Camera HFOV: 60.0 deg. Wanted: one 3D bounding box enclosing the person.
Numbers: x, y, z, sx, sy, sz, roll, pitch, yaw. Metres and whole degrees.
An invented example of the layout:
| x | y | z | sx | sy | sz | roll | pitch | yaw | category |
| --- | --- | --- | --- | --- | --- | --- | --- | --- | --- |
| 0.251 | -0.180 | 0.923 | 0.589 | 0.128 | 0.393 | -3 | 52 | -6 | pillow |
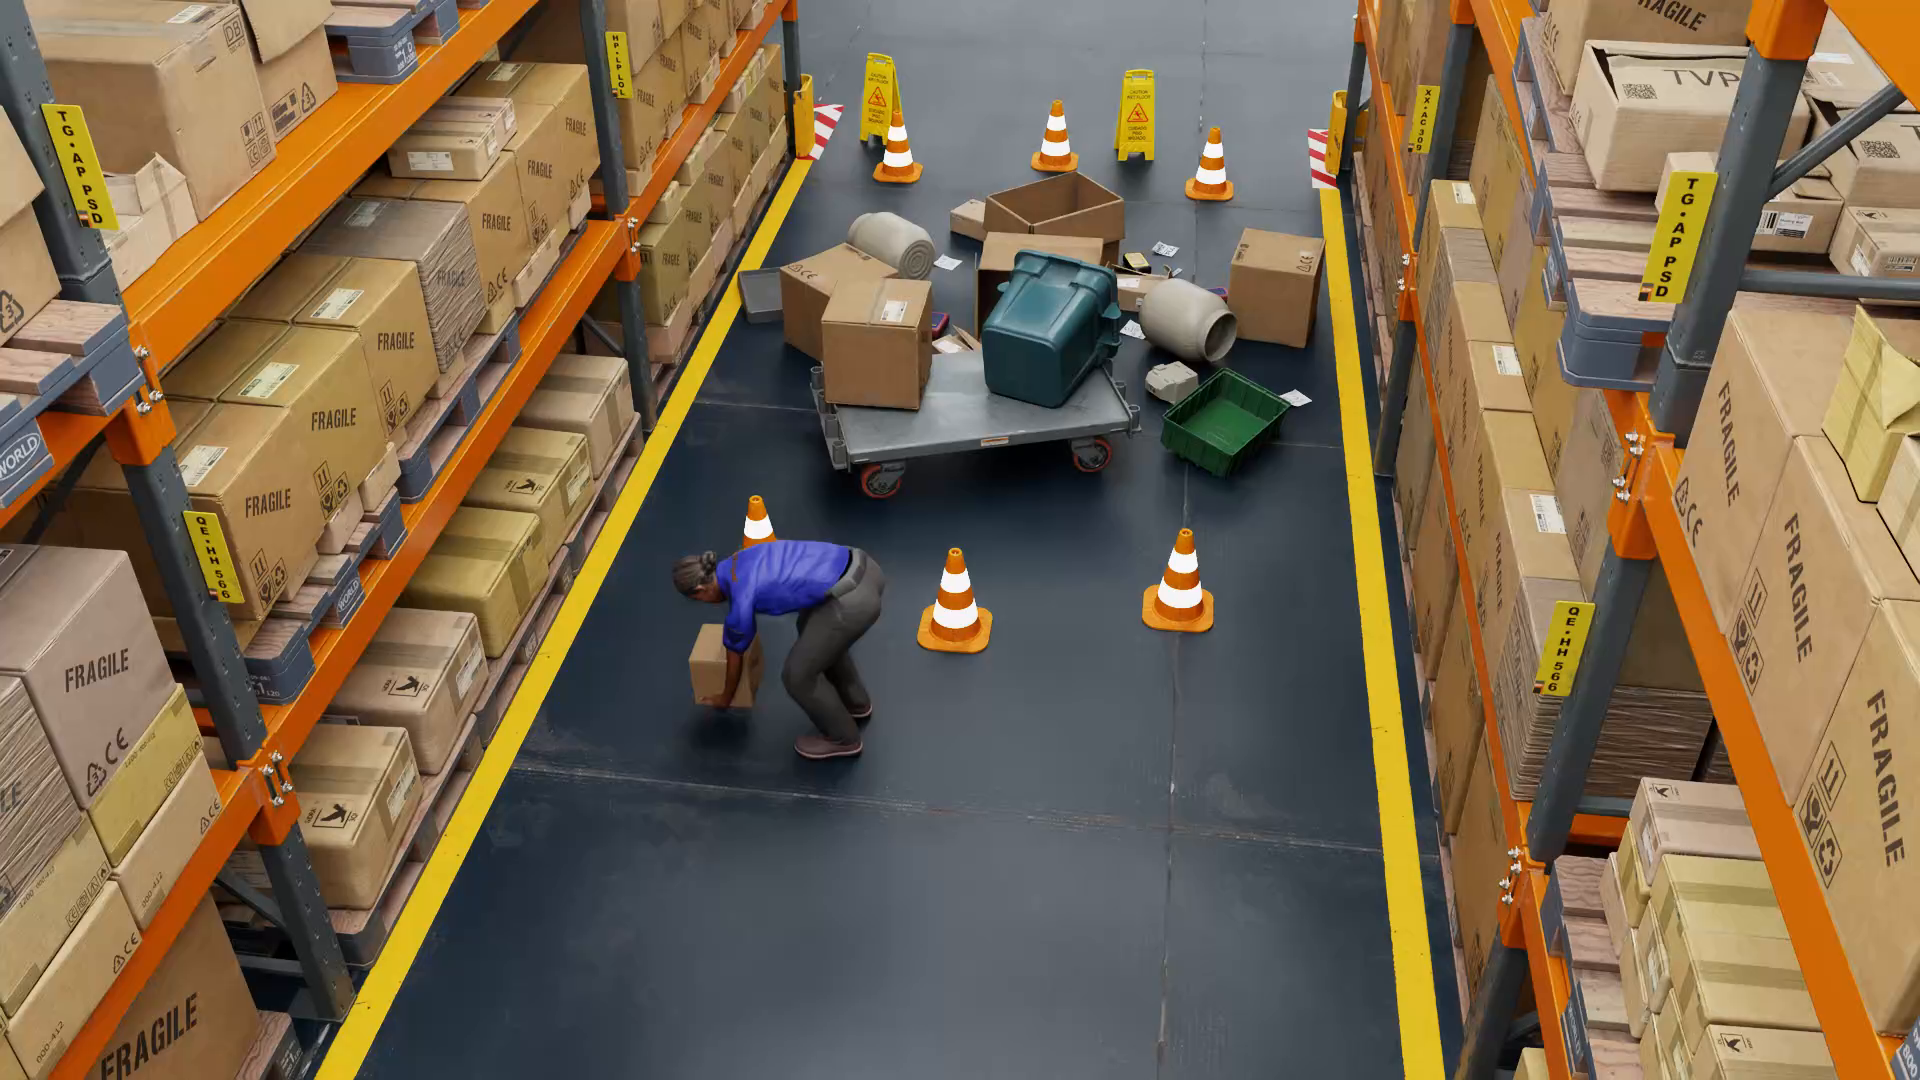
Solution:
| x | y | z | sx | sy | sz | roll | pitch | yaw | category |
| --- | --- | --- | --- | --- | --- | --- | --- | --- | --- |
| -0.753 | 0.431 | 7.024 | 0.878 | 0.991 | 0.441 | 3 | 36 | 4 | person |
